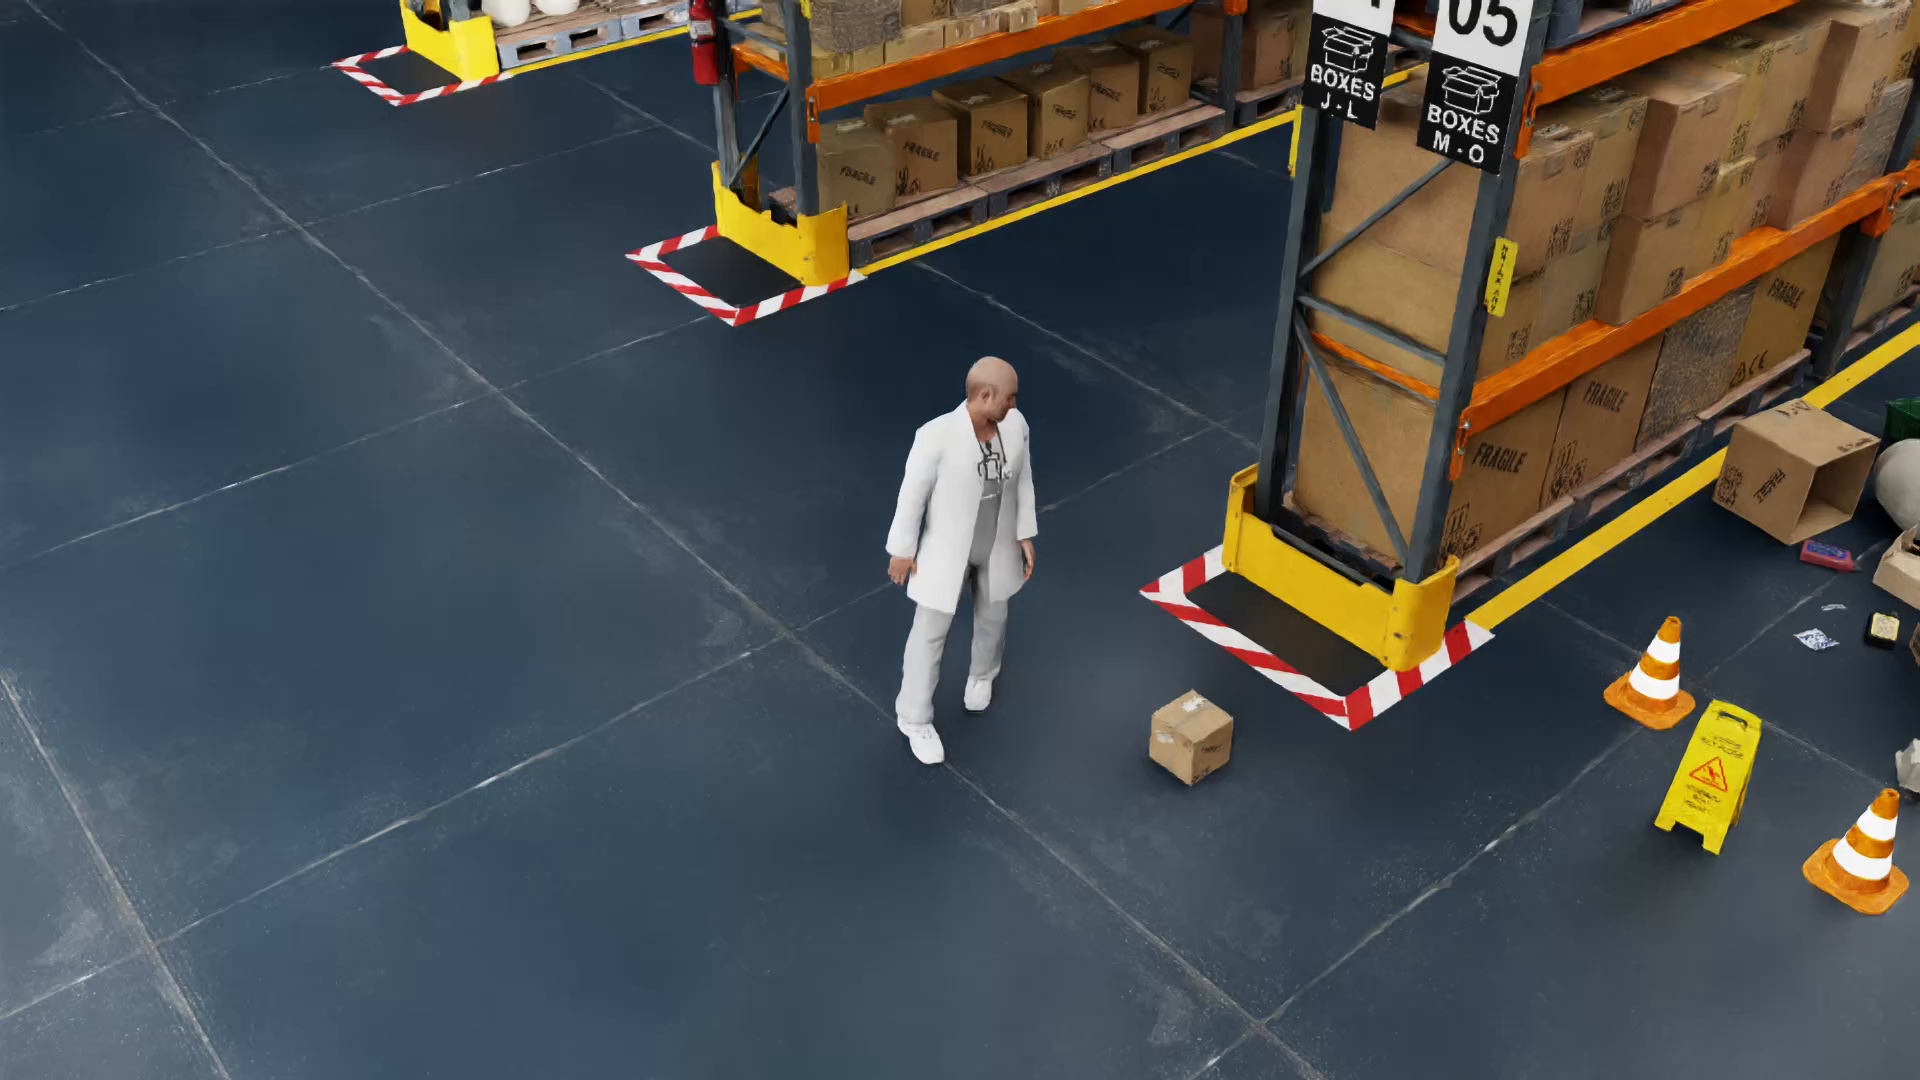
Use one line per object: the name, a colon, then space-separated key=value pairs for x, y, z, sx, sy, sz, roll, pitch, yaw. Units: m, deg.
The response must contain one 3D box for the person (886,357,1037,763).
person: x=0.037 y=0.075 z=7.020 sx=0.687 sy=1.774 sz=0.612 roll=-13 pitch=38 yaw=-18
